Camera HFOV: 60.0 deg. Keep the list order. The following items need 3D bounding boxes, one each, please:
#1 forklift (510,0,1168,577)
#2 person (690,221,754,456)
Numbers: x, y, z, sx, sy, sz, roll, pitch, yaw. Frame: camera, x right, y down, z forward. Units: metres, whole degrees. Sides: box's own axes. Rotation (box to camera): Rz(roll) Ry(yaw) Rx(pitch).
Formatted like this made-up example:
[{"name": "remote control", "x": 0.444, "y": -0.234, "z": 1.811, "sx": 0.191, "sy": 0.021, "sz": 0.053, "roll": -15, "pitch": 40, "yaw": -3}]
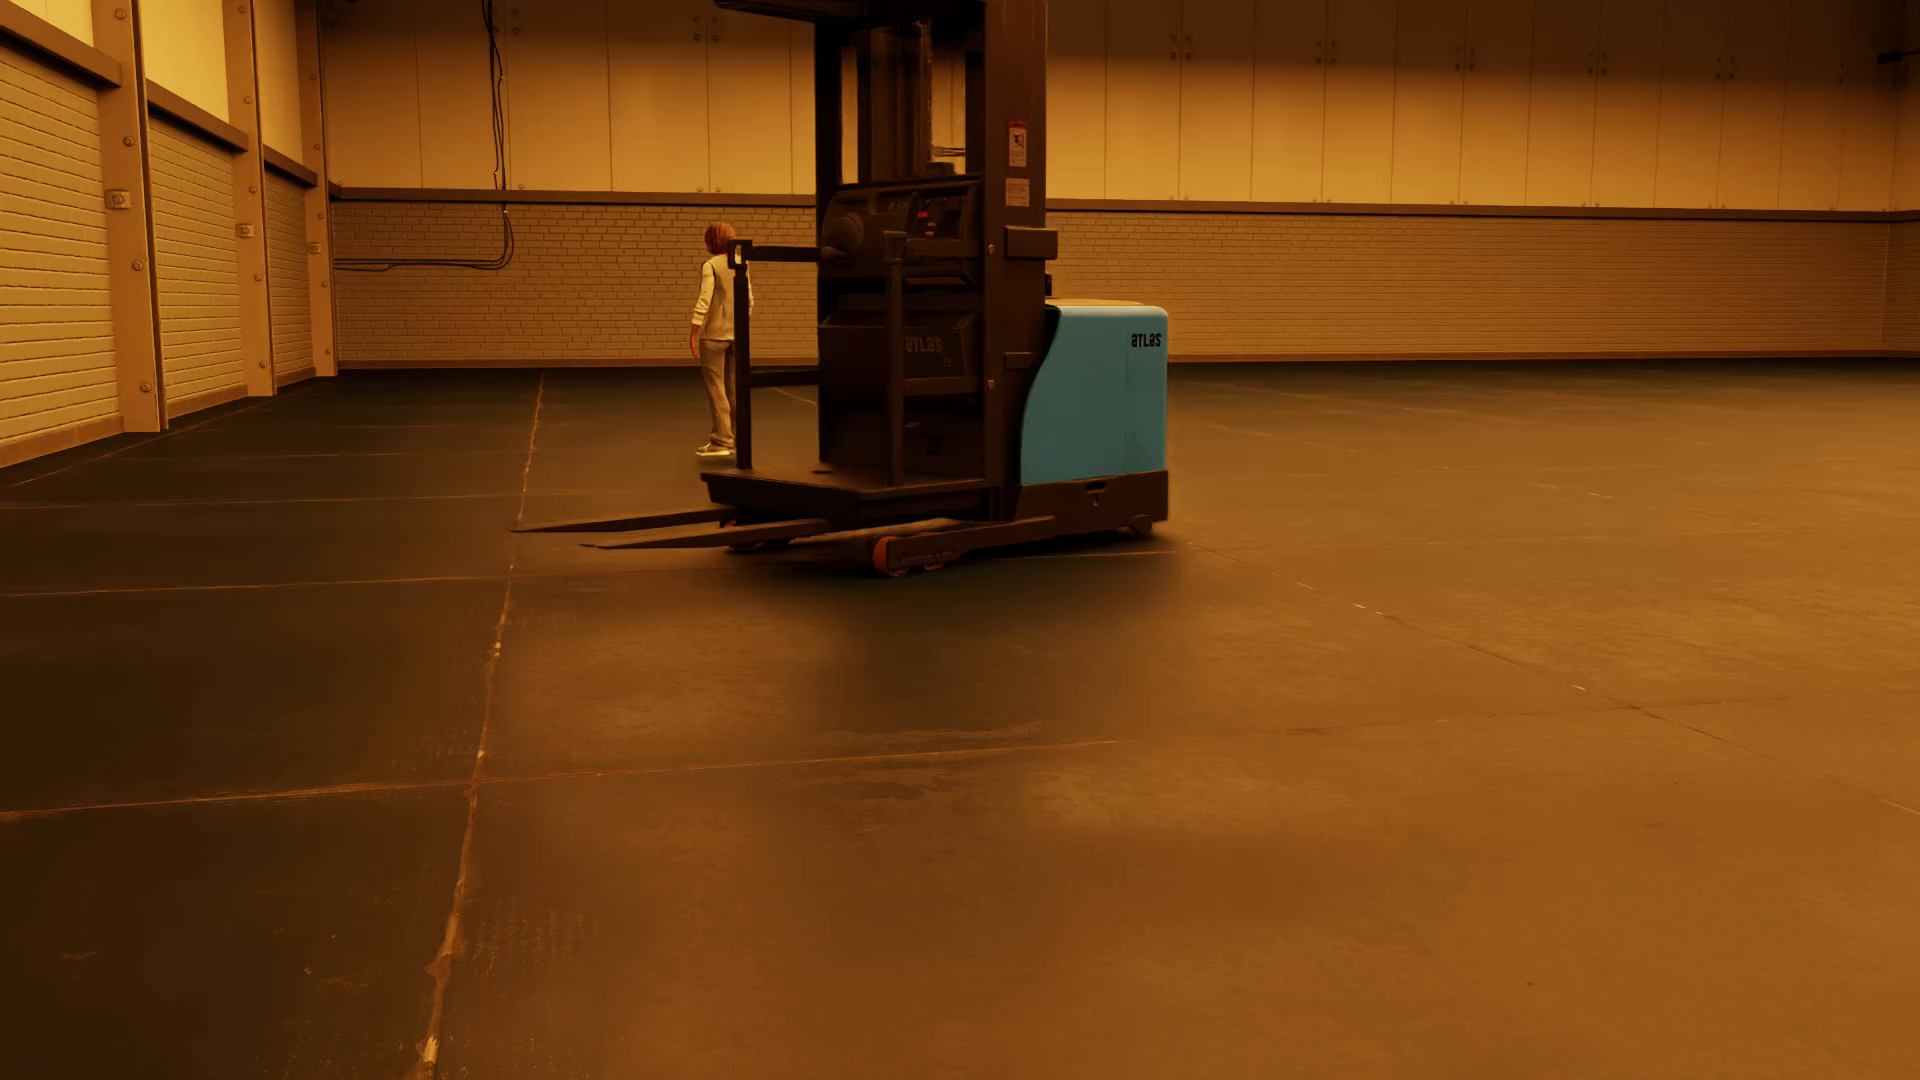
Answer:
[{"name": "forklift", "x": -0.418, "y": -1.384, "z": 7.023, "sx": 3.031, "sy": 2.935, "sz": 1.130, "roll": -8, "pitch": 11, "yaw": -44}, {"name": "person", "x": -1.687, "y": -1.374, "z": 11.446, "sx": 0.467, "sy": 1.601, "sz": 0.511, "roll": 7, "pitch": 10, "yaw": 40}]
